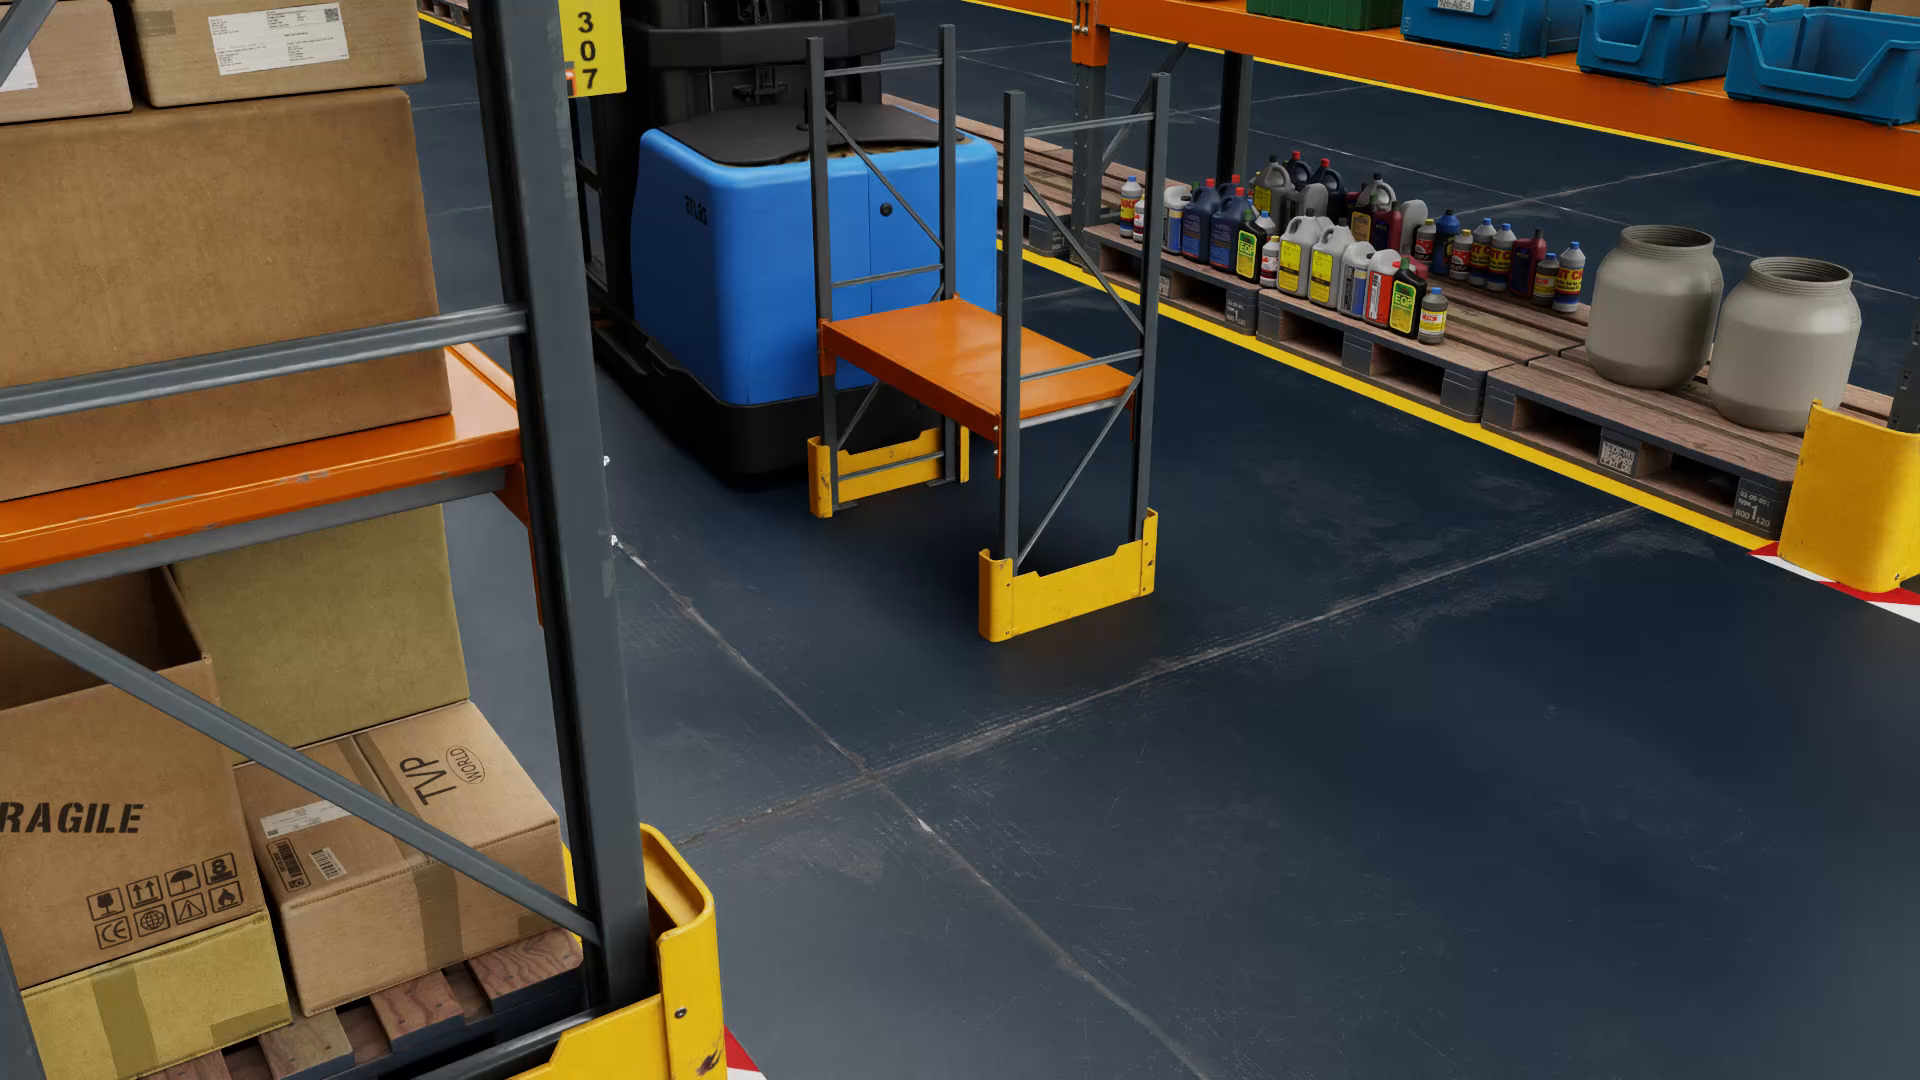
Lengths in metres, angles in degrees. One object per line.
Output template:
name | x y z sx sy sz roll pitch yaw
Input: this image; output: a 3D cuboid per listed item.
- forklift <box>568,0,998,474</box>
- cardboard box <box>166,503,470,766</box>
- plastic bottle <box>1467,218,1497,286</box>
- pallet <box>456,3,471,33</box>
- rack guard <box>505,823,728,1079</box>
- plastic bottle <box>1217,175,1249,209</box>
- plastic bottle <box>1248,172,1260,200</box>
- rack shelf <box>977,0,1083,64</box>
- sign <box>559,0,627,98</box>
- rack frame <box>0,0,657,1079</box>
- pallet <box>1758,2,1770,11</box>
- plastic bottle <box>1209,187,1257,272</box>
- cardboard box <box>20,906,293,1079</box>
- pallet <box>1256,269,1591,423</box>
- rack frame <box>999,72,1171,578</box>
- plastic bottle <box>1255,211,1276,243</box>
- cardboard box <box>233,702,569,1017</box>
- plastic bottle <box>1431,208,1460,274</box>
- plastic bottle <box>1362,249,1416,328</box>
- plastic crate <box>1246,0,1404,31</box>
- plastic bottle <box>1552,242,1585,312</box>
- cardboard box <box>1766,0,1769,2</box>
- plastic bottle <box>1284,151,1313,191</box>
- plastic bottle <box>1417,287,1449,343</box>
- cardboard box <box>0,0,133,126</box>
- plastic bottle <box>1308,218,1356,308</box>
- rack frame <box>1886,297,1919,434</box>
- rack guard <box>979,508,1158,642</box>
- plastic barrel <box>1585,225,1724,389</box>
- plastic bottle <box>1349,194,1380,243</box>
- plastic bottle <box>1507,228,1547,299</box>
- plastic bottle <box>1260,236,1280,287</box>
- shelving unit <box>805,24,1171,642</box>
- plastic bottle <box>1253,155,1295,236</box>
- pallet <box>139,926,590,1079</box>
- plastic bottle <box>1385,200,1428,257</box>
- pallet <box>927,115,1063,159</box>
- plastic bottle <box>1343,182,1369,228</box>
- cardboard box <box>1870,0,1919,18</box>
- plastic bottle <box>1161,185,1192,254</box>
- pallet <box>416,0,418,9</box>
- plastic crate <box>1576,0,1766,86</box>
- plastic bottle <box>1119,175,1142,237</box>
forklift | -0.976 -2.142 6.354 1.130 2.935 3.031 -12 28 -24
cardboard box | -1.364 0.075 3.427 0.500 0.500 0.500 -16 29 -30
plastic bottle | 2.198 -1.215 6.990 0.097 0.271 0.097 0 25 0
pallet | -3.816 -4.655 14.864 1.003 0.211 1.213 -16 29 -30
rack guard | -0.970 0.922 2.712 1.175 0.500 0.348 -16 29 -30
plastic bottle | 1.199 -1.450 7.395 0.144 0.351 0.185 -16 29 -30
plastic bottle | 1.444 -1.677 8.052 0.097 0.201 0.097 0 25 0
rack shelf | -0.107 -3.191 9.338 1.077 0.370 4.000 -16 29 -30
sign | -0.515 -0.772 2.264 0.100 0.325 0.005 -16 29 -30
rack frame | -0.983 -0.217 2.196 1.000 3.000 0.127 -16 29 -30
pallet | 7.530 -4.945 15.478 1.003 0.211 1.213 -16 29 -30
plastic bottle | 1.181 -1.349 7.181 0.144 0.351 0.185 -17 30 -32
cardboard box | -1.524 0.714 2.954 0.500 0.250 0.500 -16 29 -30
pallet | 1.987 -0.853 6.810 1.003 0.211 1.213 -16 29 -30
rack frame | 0.324 -0.466 4.480 0.500 1.500 0.032 -16 29 -30
plastic bottle | 1.293 -1.269 7.105 0.097 0.271 0.097 0 25 0
cardboard box | -1.090 0.593 3.210 0.500 0.250 0.500 -16 29 -30
plastic bottle | 2.088 -1.287 7.144 0.097 0.271 0.097 0 25 0
plastic bottle | 1.684 -0.989 6.506 0.152 0.276 0.135 -15 29 -29
plastic crate | 1.490 -2.154 6.547 0.450 0.188 0.662 -16 29 -30
plastic bottle | 2.440 -1.056 6.655 0.097 0.271 0.097 0 25 0
cardboard box | 7.419 -5.439 15.402 1.050 0.750 0.750 -16 30 -30
plastic bottle | 1.578 -1.639 7.795 0.144 0.351 0.185 -16 30 -31
plastic bottle | 1.799 -0.858 6.317 0.097 0.201 0.097 0 25 0
cardboard box | -1.352 -0.648 2.232 0.380 0.149 0.250 -16 30 -30
plastic bottle | 1.515 -1.130 6.718 0.144 0.351 0.185 -14 29 -27
rack frame | 3.169 -1.370 4.638 1.000 3.000 0.127 -16 29 -30
rack guard | 0.313 0.092 4.762 0.587 0.250 0.087 -16 29 -30
plastic barrel | 2.472 -0.832 5.921 0.421 0.512 0.421 0 25 0
plastic bottle | 1.787 -1.391 7.349 0.061 0.283 0.133 -16 29 -30
plastic bottle | 2.332 -1.147 6.833 0.061 0.283 0.133 -15 29 -29
plastic bottle | 1.316 -1.175 6.987 0.097 0.201 0.097 0 25 0
shelving unit | 0.042 -0.651 4.872 0.587 1.500 1.083 -16 29 -30
plastic bottle | 1.457 -1.605 7.724 0.144 0.351 0.185 -16 29 -30
pallet | -1.436 0.780 3.350 1.003 0.211 1.213 -16 29 -30
plastic bottle | 1.945 -1.362 7.296 0.152 0.276 0.135 -15 29 -29
pallet | -0.146 -2.248 9.766 1.003 0.211 1.213 -16 29 -30
plastic bottle | 1.807 -1.491 7.561 0.061 0.283 0.133 -13 28 -26
cardboard box | 8.408 -4.794 14.035 1.050 0.750 0.750 -16 29 -30
plastic bottle | 0.991 -1.443 7.467 0.152 0.276 0.135 -14 29 -28
pallet | -5.148 -5.528 16.712 1.003 0.211 1.213 -16 29 -30
plastic crate | 2.295 -1.646 5.397 0.499 0.251 0.408 -16 29 -30
plastic bottle | 0.792 -1.550 7.700 0.097 0.271 0.097 0 25 0
